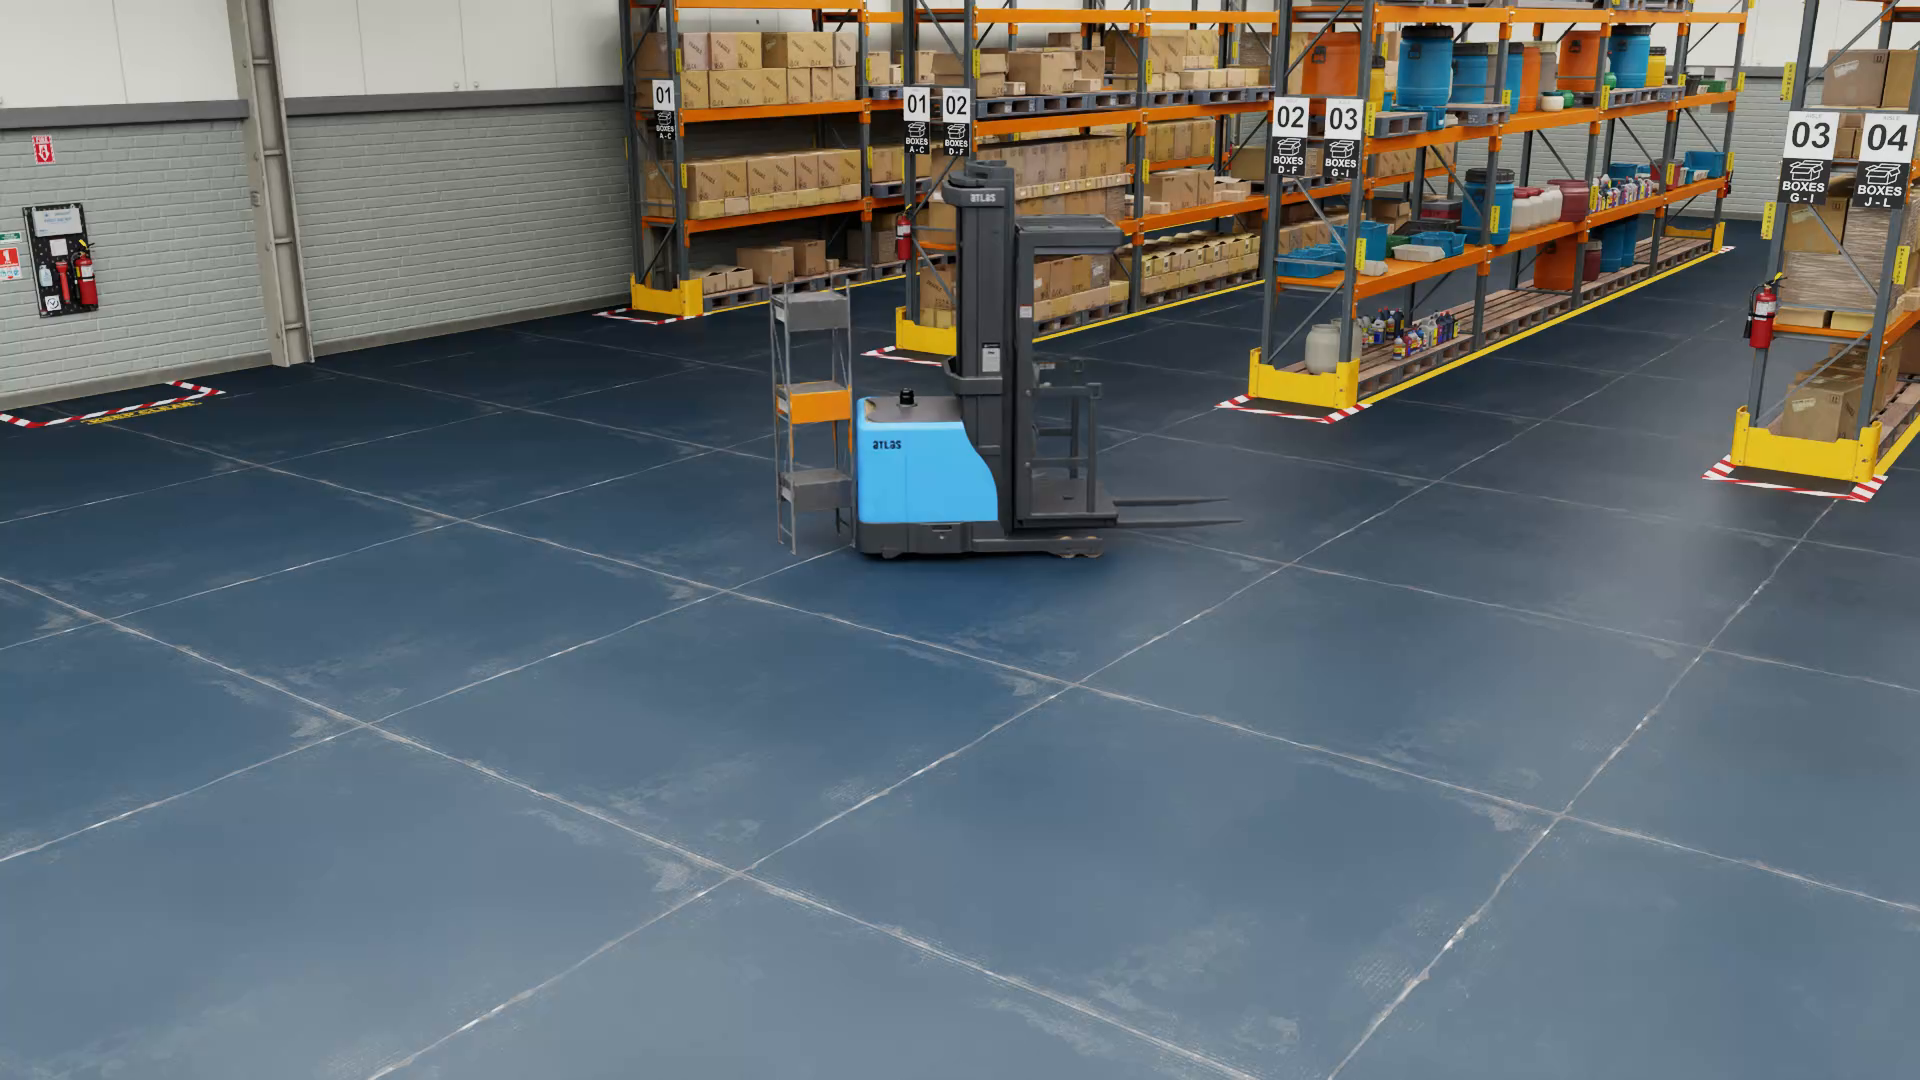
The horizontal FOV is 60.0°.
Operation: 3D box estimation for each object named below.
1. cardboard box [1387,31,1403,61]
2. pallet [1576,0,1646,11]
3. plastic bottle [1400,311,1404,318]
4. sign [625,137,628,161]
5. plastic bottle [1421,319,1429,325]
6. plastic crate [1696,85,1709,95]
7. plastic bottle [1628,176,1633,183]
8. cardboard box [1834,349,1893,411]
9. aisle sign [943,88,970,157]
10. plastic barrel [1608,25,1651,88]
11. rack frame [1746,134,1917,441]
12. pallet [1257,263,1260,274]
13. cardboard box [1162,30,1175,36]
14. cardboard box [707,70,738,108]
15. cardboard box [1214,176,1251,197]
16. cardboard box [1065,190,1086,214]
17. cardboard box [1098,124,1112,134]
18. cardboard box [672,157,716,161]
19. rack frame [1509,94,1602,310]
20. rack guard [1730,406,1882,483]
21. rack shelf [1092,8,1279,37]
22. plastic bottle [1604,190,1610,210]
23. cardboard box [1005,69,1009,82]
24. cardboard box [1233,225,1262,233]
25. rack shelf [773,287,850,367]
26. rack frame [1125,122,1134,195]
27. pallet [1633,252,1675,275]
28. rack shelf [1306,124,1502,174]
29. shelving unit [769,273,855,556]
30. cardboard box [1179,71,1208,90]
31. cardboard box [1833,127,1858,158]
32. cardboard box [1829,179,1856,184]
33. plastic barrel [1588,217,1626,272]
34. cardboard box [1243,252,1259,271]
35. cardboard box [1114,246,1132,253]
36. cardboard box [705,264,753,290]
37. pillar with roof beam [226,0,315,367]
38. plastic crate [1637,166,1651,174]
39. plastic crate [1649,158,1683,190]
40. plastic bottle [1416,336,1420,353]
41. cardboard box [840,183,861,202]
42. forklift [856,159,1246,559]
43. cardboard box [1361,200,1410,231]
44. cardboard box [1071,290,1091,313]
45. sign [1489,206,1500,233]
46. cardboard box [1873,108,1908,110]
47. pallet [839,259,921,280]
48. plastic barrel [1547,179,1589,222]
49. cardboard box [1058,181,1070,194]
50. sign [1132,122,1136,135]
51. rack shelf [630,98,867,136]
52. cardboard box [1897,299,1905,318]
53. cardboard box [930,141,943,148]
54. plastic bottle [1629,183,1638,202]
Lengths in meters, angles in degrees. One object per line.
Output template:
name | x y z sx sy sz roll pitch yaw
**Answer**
cardboard box | 7.571 -8.847 29.762 0.700 0.500 0.500 12 21 35
pallet | 8.947 -7.594 23.516 1.213 0.211 1.003 12 21 35
plastic bottle | 5.483 -2.705 20.734 0.061 0.283 0.133 12 21 35
sign | -4.664 -5.495 23.397 0.100 0.325 0.005 12 21 35
plastic bottle | 5.709 -2.570 20.313 0.152 0.276 0.135 12 21 35
plastic crate | 12.227 -7.519 27.787 0.437 0.136 0.530 12 21 35
plastic bottle | 10.475 -5.521 26.049 0.144 0.351 0.185 12 21 35
cardboard box | 9.175 -1.635 16.956 0.500 0.500 0.500 10 20 30
aisle sign | -0.043 -4.986 19.858 0.394 0.787 0.004 12 21 35
plastic barrel | 9.982 -7.235 24.873 0.600 0.901 0.708 12 21 35
rack frame | 7.704 -2.063 14.828 1.000 3.000 0.127 12 21 35
pallet | 4.992 -4.559 27.569 1.003 0.211 1.213 12 21 35
cardboard box | 3.871 -9.758 32.662 0.500 0.500 0.500 12 21 34
cardboard box | -3.482 -6.336 23.327 0.500 0.500 0.500 14 22 38
cardboard box | 4.265 -5.598 26.363 0.500 0.311 0.500 14 22 38
cardboard box | 1.263 -4.462 22.387 0.700 0.500 0.500 13 21 35
cardboard box | 2.534 -7.828 31.424 0.500 0.250 0.500 13 21 36
cardboard box | -3.813 -5.253 24.055 0.500 0.500 0.500 13 21 35
rack frame | 8.493 -4.843 23.783 1.000 3.000 0.127 12 21 35
rack guard | 7.749 -0.887 15.257 1.175 0.500 0.348 12 21 35
rack shelf | 3.325 -7.574 24.346 1.077 0.370 4.000 12 21 35
plastic bottle | 9.540 -5.023 24.557 0.061 0.283 0.133 12 21 35
cardboard box | 0.556 -5.925 21.413 0.500 0.311 0.500 16 23 41
cardboard box | 4.885 -5.000 27.761 0.500 0.500 0.500 13 22 37
rack shelf | -1.136 -1.623 12.610 0.480 0.518 0.431 -7 18 -22
rack frame | 2.920 -7.547 32.488 1.000 3.000 0.127 12 21 35
pallet | 11.283 -4.646 27.850 1.003 0.211 1.213 12 21 35
rack shelf | 4.918 -4.503 18.843 1.077 0.370 4.000 12 21 35
shelving unit | -1.134 -0.967 12.810 0.503 2.100 0.431 -7 18 -22
cardboard box | 3.322 -6.773 24.483 0.500 0.250 0.500 10 20 30
cardboard box | 7.787 -3.583 14.920 0.500 0.250 0.500 13 21 36
cardboard box | 8.731 -3.261 16.331 0.500 0.500 0.500 12 21 35
plastic barrel | 10.116 -4.699 26.149 0.600 0.901 0.708 12 21 35
cardboard box | 4.399 -4.439 26.407 0.500 0.250 0.500 13 21 36
cardboard box | 2.449 -4.194 24.675 0.500 0.311 0.500 13 22 36
cardboard box | -3.406 -3.899 24.534 0.500 0.311 0.500 15 22 39
pillar with roof beam | -4.626 -5.683 16.372 9.100 9.000 0.400 12 21 35
plastic crate | 11.884 -6.312 28.692 0.416 0.233 0.300 12 21 35
plastic crate | 11.609 -6.024 27.374 0.402 0.464 0.583 12 21 35
plastic bottle | 5.379 -2.318 19.625 0.097 0.201 0.097 0 17 0
cardboard box | -1.886 -5.413 25.836 0.500 0.250 0.500 12 21 35
forklift | 0.703 -1.412 12.847 3.031 2.935 1.130 -1 17 -4
cardboard box | 8.015 -6.139 31.421 0.797 0.503 0.637 12 21 35
cardboard box | 1.441 -3.266 22.632 0.500 0.250 0.500 12 21 35
sign | 6.544 -3.923 20.352 0.100 0.325 0.005 12 21 35
cardboard box | 8.337 -3.765 14.834 0.380 0.149 0.250 12 21 34
pallet | -1.384 -4.495 27.364 1.003 0.211 1.213 12 21 35
plastic barrel | 8.459 -4.744 23.234 0.600 0.536 0.708 12 21 35
cardboard box | 1.230 -4.656 21.916 0.380 0.149 0.250 13 22 36
sign | 3.361 -7.968 32.027 0.100 0.325 0.005 12 21 35
rack shelf | -3.039 -6.254 24.480 1.077 0.370 4.000 12 21 35
cardboard box | 8.677 -2.203 15.704 0.380 0.149 0.250 12 21 35
cardboard box | -0.460 -6.438 28.006 0.700 0.500 0.500 12 21 35
plastic bottle | 10.383 -5.379 25.716 0.152 0.276 0.135 12 21 35
